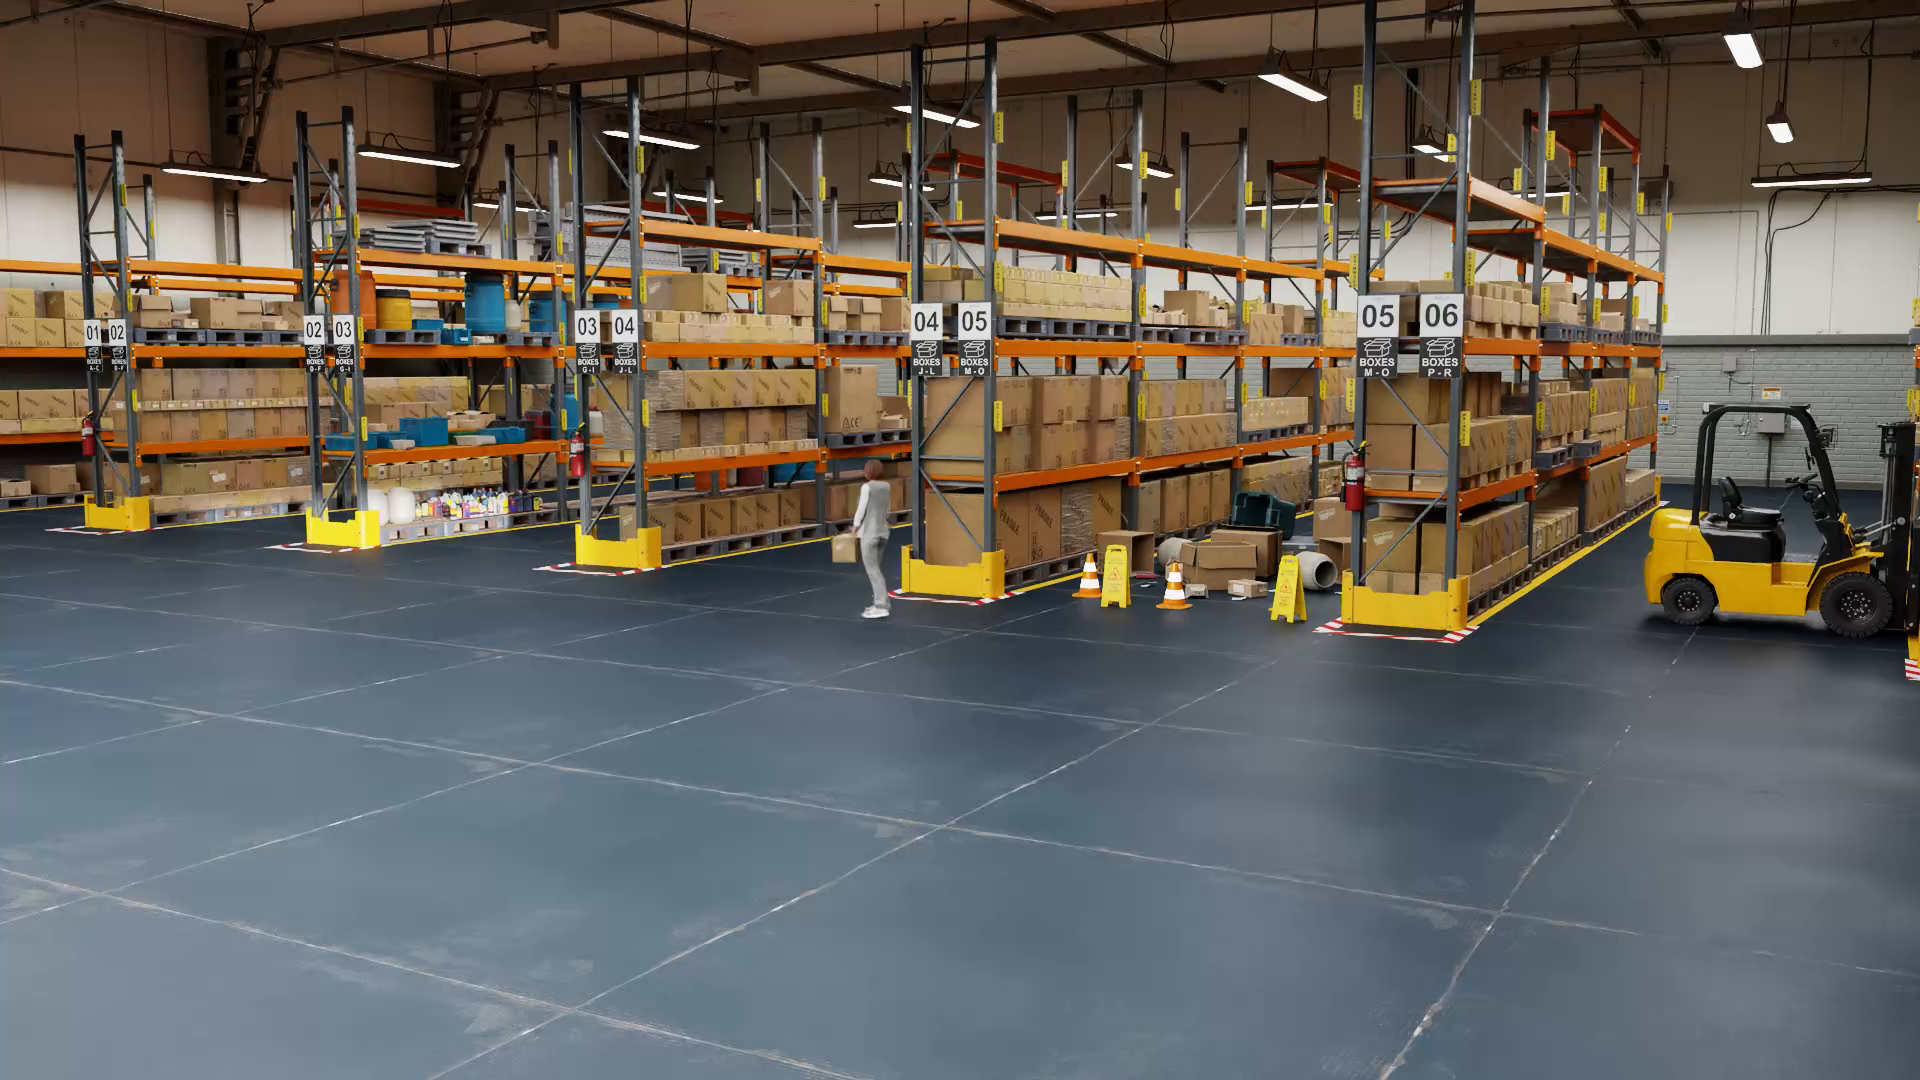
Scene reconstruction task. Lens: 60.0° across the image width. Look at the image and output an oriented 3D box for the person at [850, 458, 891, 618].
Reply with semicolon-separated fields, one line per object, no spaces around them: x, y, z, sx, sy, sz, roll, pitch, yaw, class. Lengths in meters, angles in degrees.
-0.848;-0.022;16.765;0.456;1.597;0.450;5;8;42;person
